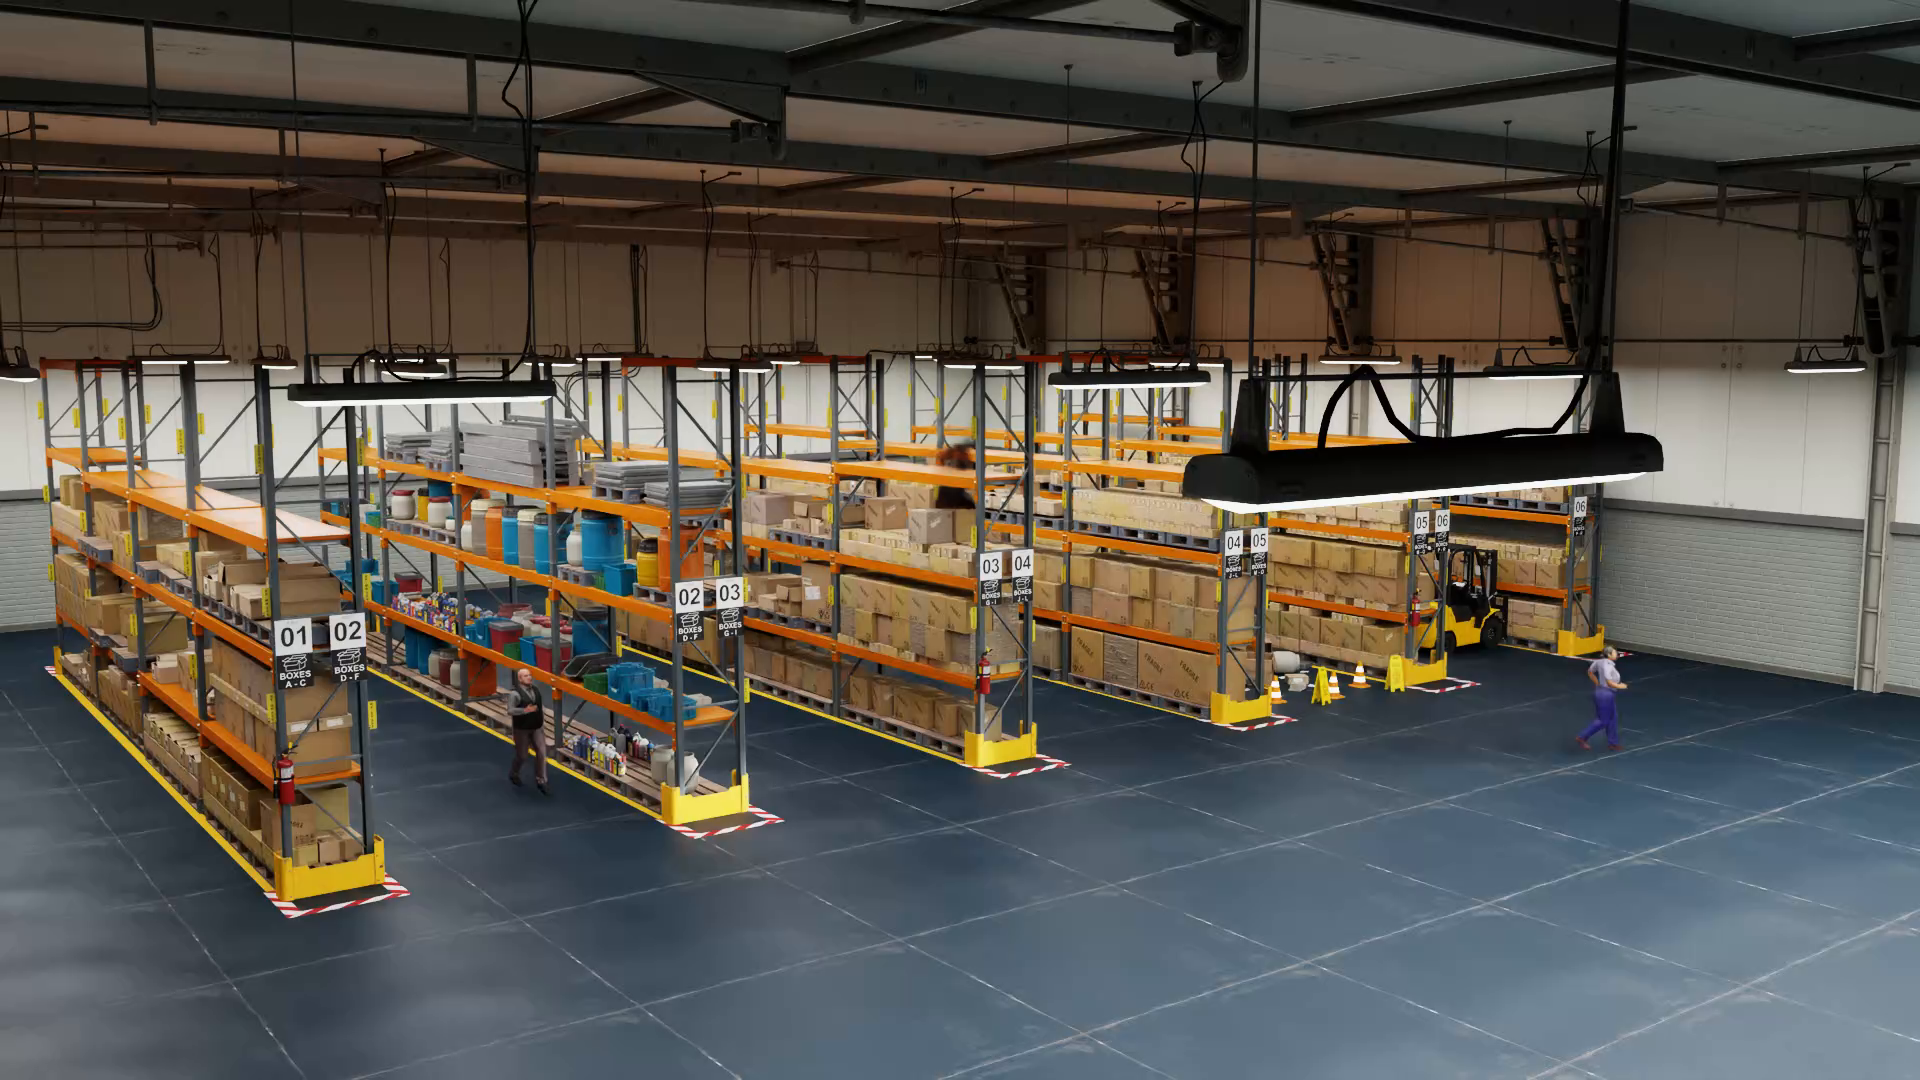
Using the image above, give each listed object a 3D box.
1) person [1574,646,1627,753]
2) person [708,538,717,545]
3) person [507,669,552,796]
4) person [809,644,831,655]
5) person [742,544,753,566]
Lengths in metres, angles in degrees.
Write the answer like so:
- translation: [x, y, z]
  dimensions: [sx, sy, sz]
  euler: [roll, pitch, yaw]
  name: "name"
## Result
- translation: [9.889, 2.453, 25.591]
  dimensions: [0.829, 1.678, 0.624]
  euler: [1, 7, 8]
  name: "person"
- translation: [-6.044, 0.620, 40.890]
  dimensions: [0.631, 1.634, 0.618]
  euler: [3, 8, 26]
  name: "person"
- translation: [-6.049, 2.671, 23.274]
  dimensions: [0.826, 1.755, 0.650]
  euler: [7, 10, 44]
  name: "person"
- translation: [-2.681, 1.610, 32.741]
  dimensions: [0.584, 1.628, 0.609]
  euler: [6, 9, 43]
  name: "person"
- translation: [-5.382, 0.450, 41.612]
  dimensions: [1.130, 1.731, 0.728]
  euler: [-5, 8, -35]
  name: "person"
